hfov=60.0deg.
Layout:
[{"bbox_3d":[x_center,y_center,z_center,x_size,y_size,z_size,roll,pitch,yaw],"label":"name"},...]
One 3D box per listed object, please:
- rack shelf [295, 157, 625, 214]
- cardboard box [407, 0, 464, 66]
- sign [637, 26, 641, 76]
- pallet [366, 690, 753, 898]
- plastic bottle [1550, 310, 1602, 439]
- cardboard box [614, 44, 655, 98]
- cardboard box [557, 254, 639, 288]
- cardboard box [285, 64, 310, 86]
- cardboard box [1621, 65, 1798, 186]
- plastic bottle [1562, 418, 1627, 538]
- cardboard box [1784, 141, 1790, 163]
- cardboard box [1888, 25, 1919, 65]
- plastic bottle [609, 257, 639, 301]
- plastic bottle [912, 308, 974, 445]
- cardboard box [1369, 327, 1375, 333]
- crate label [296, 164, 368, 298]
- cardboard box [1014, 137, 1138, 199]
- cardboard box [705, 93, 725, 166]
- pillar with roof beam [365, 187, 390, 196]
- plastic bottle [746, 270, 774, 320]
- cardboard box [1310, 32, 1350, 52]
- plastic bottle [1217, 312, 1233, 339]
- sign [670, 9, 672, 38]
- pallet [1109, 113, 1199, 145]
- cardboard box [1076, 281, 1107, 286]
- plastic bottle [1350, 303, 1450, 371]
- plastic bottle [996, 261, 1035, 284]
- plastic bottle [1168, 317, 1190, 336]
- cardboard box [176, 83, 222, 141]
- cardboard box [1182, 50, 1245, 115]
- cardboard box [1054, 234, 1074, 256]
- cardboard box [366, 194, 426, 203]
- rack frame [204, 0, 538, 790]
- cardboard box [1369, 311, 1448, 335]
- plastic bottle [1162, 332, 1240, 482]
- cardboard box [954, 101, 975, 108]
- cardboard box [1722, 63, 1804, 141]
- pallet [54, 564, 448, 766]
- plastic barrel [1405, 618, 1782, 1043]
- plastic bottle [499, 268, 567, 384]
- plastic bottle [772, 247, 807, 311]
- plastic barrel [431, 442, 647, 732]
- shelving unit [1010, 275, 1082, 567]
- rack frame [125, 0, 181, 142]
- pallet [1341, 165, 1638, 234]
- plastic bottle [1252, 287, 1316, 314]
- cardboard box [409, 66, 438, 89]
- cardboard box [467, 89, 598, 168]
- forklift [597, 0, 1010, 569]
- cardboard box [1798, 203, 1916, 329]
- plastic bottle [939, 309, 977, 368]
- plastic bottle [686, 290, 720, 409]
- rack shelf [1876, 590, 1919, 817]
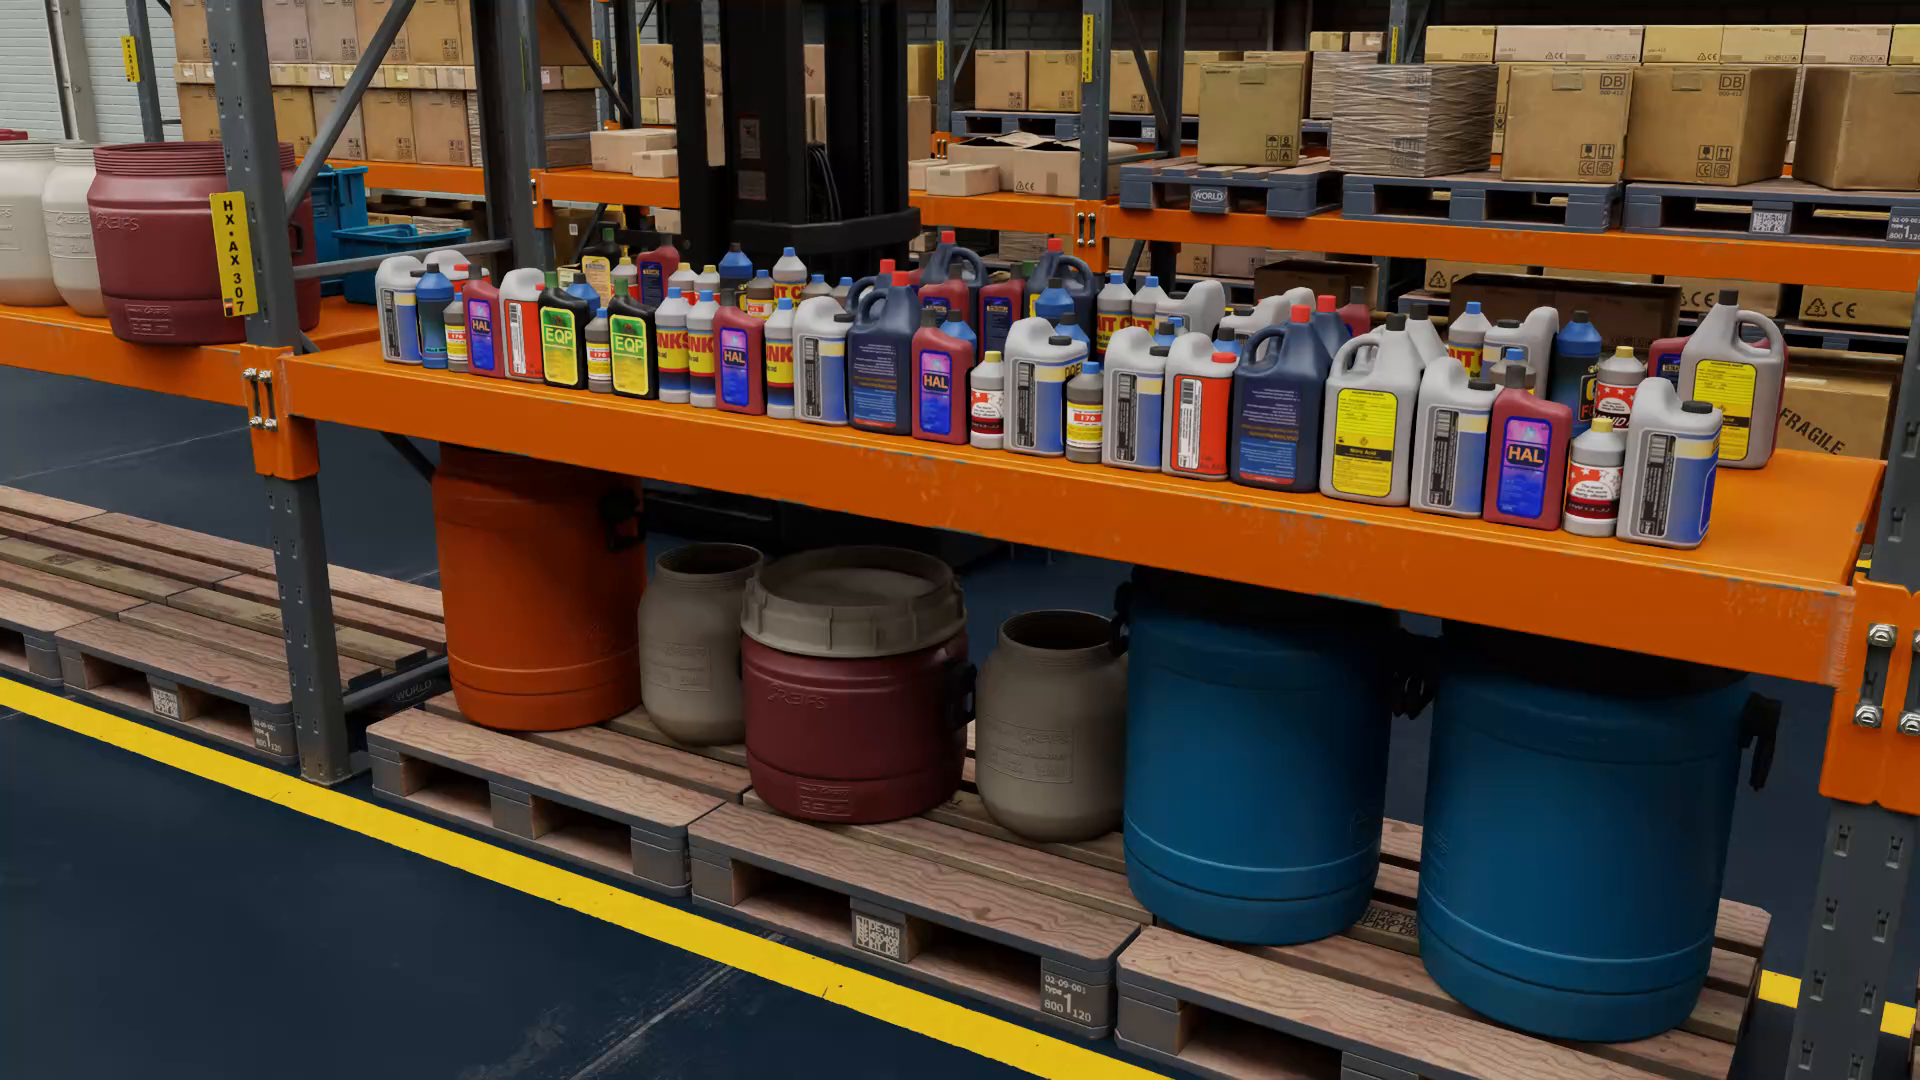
[{"bbox_3d":[-4.184,-2.621,12.086,4.000,0.370,1.077,10,20,30],"label":"rack shelf"},{"bbox_3d":[-3.292,-3.472,11.246,0.500,0.500,0.700,10,20,30],"label":"cardboard box"},{"bbox_3d":[-2.204,-3.313,11.271,0.005,0.325,0.100,10,20,30],"label":"sign"},{"bbox_3d":[-0.973,0.618,4.985,1.213,0.211,1.003,10,20,30],"label":"pallet"},{"bbox_3d":[1.348,-0.366,3.646,0.097,0.271,0.097,0,17,0],"label":"plastic bottle"},{"bbox_3d":[-3.049,-4.646,16.450,0.500,0.500,0.500,10,20,30],"label":"cardboard box"},{"bbox_3d":[-2.258,-1.690,10.827,0.500,0.311,0.500,10,20,30],"label":"cardboard box"},{"bbox_3d":[-4.568,-3.319,11.859,0.250,0.149,0.380,10,19,29],"label":"cardboard box"},{"bbox_3d":[3.432,-1.909,7.611,0.500,0.500,0.700,14,22,39],"label":"cardboard box"},{"bbox_3d":[1.124,-0.114,2.936,0.097,0.201,0.097,0,17,0],"label":"plastic bottle"},{"bbox_3d":[5.636,-2.705,11.522,0.250,0.149,0.380,10,20,30],"label":"cardboard box"},{"bbox_3d":[6.395,-3.238,10.871,0.500,0.250,0.500,11,20,31],"label":"cardboard box"},{"bbox_3d":[-1.010,-0.753,5.042,0.097,0.201,0.097,0,17,0],"label":"plastic bottle"},{"bbox_3d":[-0.037,-0.354,3.586,0.133,0.283,0.061,10,20,30],"label":"plastic bottle"},{"bbox_3d":[2.041,-0.771,8.303,0.500,0.500,0.500,10,19,29],"label":"cardboard box"},{"bbox_3d":[-2.372,-1.061,5.653,0.616,0.435,0.502,10,20,30],"label":"crate label"},{"bbox_3d":[0.642,-2.076,9.208,0.500,0.311,0.500,12,20,33],"label":"cardboard box"},{"bbox_3d":[-1.385,-2.508,10.304,0.500,0.500,0.500,12,21,34],"label":"cardboard box"},{"bbox_3d":[-9.615,-7.322,16.001,0.400,9.000,9.100,10,20,30],"label":"pillar with roof beam"},{"bbox_3d":[-0.564,-0.674,4.780,0.097,0.201,0.097,0,17,0],"label":"plastic bottle"},{"bbox_3d":[2.927,-3.939,13.143,0.250,0.149,0.380,7,18,21],"label":"cardboard box"},{"bbox_3d":[0.673,-0.453,4.053,0.097,0.201,0.097,0,17,0],"label":"plastic bottle"},{"bbox_3d":[-2.991,-5.336,17.252,0.005,0.325,0.100,10,20,30],"label":"sign"},{"bbox_3d":[1.810,-3.479,14.004,1.213,0.211,1.003,10,20,30],"label":"pallet"},{"bbox_3d":[0.636,-1.359,9.736,0.500,0.311,0.500,11,20,32],"label":"cardboard box"},{"bbox_3d":[0.863,-0.289,3.256,0.185,0.351,0.144,10,20,30],"label":"plastic bottle"},{"bbox_3d":[0.146,-0.592,4.371,0.133,0.283,0.061,10,20,30],"label":"plastic bottle"},{"bbox_3d":[0.511,-0.430,3.978,0.097,0.201,0.097,0,17,0],"label":"plastic bottle"},{"bbox_3d":[-5.497,-3.243,12.725,0.500,0.500,0.700,10,20,30],"label":"cardboard box"},{"bbox_3d":[2.039,-3.791,13.773,0.500,0.500,0.700,10,20,30],"label":"cardboard box"},{"bbox_3d":[1.212,-2.729,14.748,0.500,0.500,0.700,10,19,29],"label":"cardboard box"},{"bbox_3d":[-4.416,-2.357,12.698,0.500,0.500,0.500,10,20,30],"label":"cardboard box"},{"bbox_3d":[-1.667,-0.826,4.941,0.127,3.000,1.000,10,20,30],"label":"rack frame"},{"bbox_3d":[2.289,-0.904,8.740,0.500,0.500,0.500,9,19,28],"label":"cardboard box"},{"bbox_3d":[0.496,-0.271,3.325,0.135,0.276,0.152,10,20,30],"label":"plastic bottle"},{"bbox_3d":[-0.179,-3.951,15.450,0.500,0.250,0.500,10,20,31],"label":"cardboard box"},{"bbox_3d":[5.538,-3.033,11.486,0.500,0.500,0.500,10,20,30],"label":"cardboard box"},{"bbox_3d":[-2.306,0.380,5.765,1.213,0.211,1.003,10,20,30],"label":"pallet"},{"bbox_3d":[1.287,0.498,3.468,0.708,0.901,0.600,10,20,30],"label":"plastic barrel"},{"bbox_3d":[-1.073,-0.551,4.247,0.135,0.276,0.152,10,20,30],"label":"plastic bottle"},{"bbox_3d":[-0.481,-0.692,4.721,0.097,0.271,0.097,0,17,0],"label":"plastic bottle"},{"bbox_3d":[-1.241,0.081,4.964,0.708,0.830,0.600,10,20,30],"label":"plastic barrel"},{"bbox_3d":[0.358,-0.504,6.977,0.189,1.200,0.258,11,20,32],"label":"shelving unit"},{"bbox_3d":[-5.888,-3.269,12.983,0.127,3.000,1.000,10,20,30],"label":"rack frame"},{"bbox_3d":[2.588,-1.666,8.035,1.213,0.211,1.003,10,20,30],"label":"pallet"},{"bbox_3d":[0.758,-0.464,3.962,0.135,0.276,0.152,10,20,30],"label":"plastic bottle"},{"bbox_3d":[-3.482,-3.124,11.218,0.250,0.149,0.380,10,20,30],"label":"cardboard box"},{"bbox_3d":[-2.861,-2.775,11.183,0.500,0.500,0.700,10,19,29],"label":"cardboard box"},{"bbox_3d":[-1.042,-1.567,7.497,3.031,2.935,1.130,11,20,32],"label":"forklift"},{"bbox_3d":[6.305,-1.911,11.486,0.750,0.750,0.750,10,20,31],"label":"cardboard box"},{"bbox_3d":[-0.011,-0.370,3.661,0.097,0.271,0.097,0,17,0],"label":"plastic bottle"},{"bbox_3d":[-0.595,-0.454,3.936,0.097,0.271,0.097,0,17,0],"label":"plastic bottle"},{"bbox_3d":[3.446,0.431,2.041,4.000,0.370,1.077,10,20,30],"label":"rack shelf"}]
